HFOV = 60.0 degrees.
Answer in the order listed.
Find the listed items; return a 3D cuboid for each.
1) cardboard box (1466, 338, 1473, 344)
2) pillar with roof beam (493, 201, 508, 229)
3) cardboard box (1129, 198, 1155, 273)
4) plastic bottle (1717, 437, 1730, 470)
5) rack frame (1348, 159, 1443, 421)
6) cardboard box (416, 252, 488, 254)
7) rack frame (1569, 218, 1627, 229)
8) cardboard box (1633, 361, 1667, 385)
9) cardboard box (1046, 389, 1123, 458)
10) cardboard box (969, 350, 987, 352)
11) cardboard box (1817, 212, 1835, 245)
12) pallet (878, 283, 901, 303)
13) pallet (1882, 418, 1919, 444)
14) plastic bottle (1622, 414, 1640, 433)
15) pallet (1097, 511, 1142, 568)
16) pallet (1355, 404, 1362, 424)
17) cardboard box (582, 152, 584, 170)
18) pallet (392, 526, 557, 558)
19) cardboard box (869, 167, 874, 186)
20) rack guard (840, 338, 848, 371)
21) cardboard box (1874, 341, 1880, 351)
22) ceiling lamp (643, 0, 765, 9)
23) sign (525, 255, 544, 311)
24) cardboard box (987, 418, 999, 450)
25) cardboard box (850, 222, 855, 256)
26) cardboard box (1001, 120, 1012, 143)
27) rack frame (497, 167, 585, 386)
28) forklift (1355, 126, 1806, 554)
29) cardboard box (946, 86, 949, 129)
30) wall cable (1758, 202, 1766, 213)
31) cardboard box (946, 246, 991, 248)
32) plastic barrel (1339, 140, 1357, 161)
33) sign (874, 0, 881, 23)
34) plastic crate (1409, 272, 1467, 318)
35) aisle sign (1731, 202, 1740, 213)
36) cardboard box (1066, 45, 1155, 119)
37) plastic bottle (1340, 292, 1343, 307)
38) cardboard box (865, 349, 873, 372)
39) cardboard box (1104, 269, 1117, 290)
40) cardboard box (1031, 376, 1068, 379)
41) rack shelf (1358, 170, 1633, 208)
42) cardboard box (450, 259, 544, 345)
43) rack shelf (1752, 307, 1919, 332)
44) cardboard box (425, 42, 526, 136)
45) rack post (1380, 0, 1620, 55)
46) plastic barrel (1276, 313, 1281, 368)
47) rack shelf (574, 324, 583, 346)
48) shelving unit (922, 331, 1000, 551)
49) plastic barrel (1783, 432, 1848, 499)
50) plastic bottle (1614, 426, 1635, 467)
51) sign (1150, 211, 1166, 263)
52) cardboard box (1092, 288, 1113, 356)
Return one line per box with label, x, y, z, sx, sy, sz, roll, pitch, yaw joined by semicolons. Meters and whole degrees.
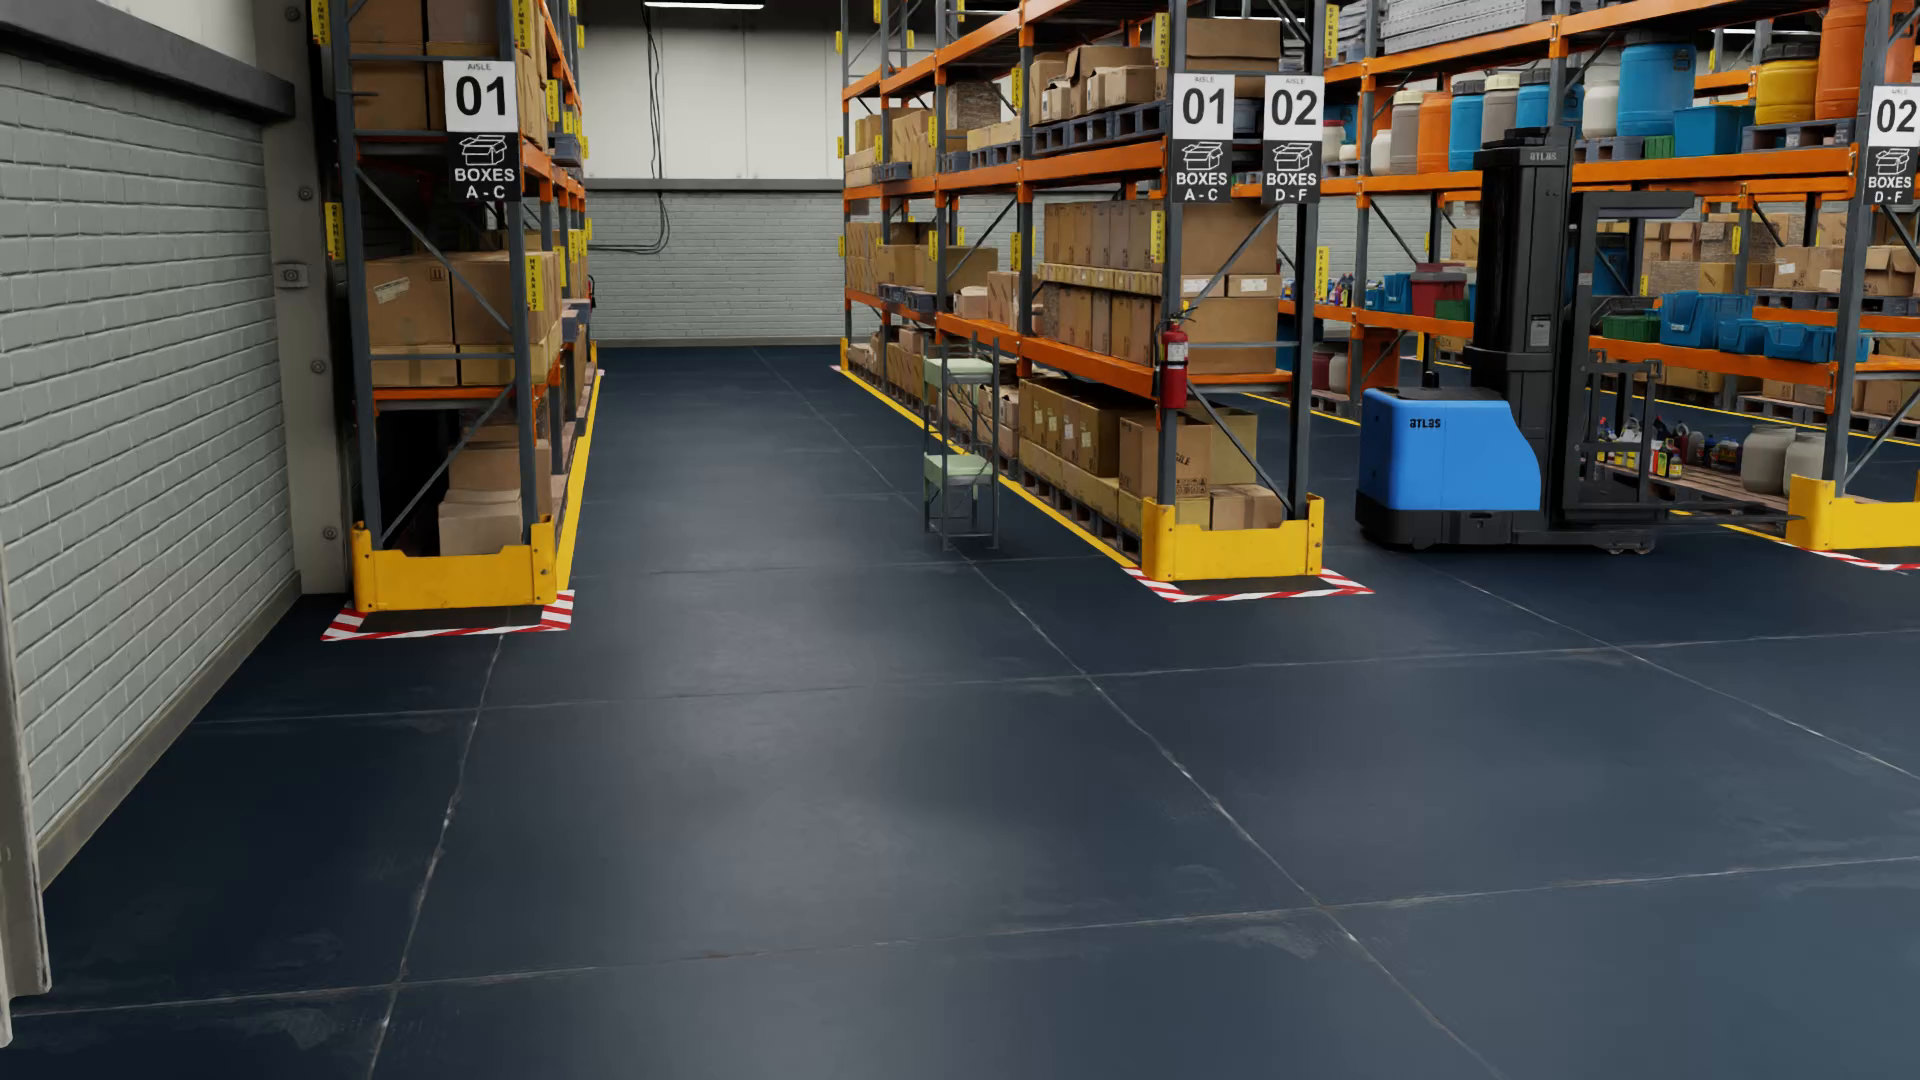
cardboard box;8.783;-3.435;26.779;0.875;0.875;0.875;-2;11;-11
pillar with roof beam;-3.324;-7.580;27.956;9.100;9.000;0.548;-2;11;-11
cardboard box;1.601;-2.138;11.669;0.700;0.500;0.500;-2;11;-12
plastic bottle;6.524;-0.740;14.181;0.097;0.271;0.097;0;11;0
rack frame;5.101;-2.906;19.442;1.000;3.000;0.127;-2;11;-11
cardboard box;-3.855;-1.928;12.645;0.500;0.500;0.500;-2;11;-11
rack frame;9.181;-3.820;24.243;1.000;3.000;0.127;-2;11;-11
cardboard box;9.680;-2.540;22.078;1.225;0.875;0.875;-2;11;-11
cardboard box;0.997;-0.937;13.323;0.500;0.500;0.500;-2;11;-11
cardboard box;0.127;-2.092;20.675;0.500;0.500;0.500;-3;11;-13
cardboard box;13.604;-4.839;25.861;0.500;0.500;0.500;-2;11;-13
pallet;-0.488;-3.215;21.581;1.003;0.211;1.213;-2;11;-11
pallet;10.585;-1.125;17.545;1.003;0.211;1.213;-2;11;-11
plastic bottle;6.146;-0.974;15.201;0.144;0.351;0.185;-2;11;-11
pallet;1.608;-0.028;11.780;1.003;0.211;1.213;-2;11;-11
pallet;5.214;-1.393;18.949;1.003;0.211;1.213;-2;11;-11
cardboard box;-5.770;-5.544;24.288;0.500;0.250;0.500;-2;11;-9
pallet;-3.199;0.127;10.964;1.003;0.211;1.213;-2;11;-11
cardboard box;-0.979;-5.032;22.989;0.500;0.250;0.500;-2;11;-11
rack guard;-1.300;-2.952;26.369;1.175;0.500;0.348;-2;11;-11
cardboard box;14.310;-3.012;25.703;0.380;0.149;0.250;-2;11;-8
ceiling lamp;-4.217;-10.412;27.221;2.000;3.185;0.800;-2;11;-11
sign;-2.529;-1.524;9.864;0.100;0.325;0.005;-2;11;-11
cardboard box;0.558;-1.007;15.695;0.500;0.250;0.500;-2;11;-12
cardboard box;-1.378;-4.548;25.125;0.500;0.500;0.500;-2;11;-10
cardboard box;0.708;-3.952;16.194;0.500;0.250;0.500;-3;11;-16
rack frame;-5.395;-3.279;21.404;1.000;3.000;0.127;-2;11;-11
forklift;4.510;-1.441;11.929;3.031;2.935;1.130;0;11;0
cardboard box;0.064;-4.914;19.029;0.500;0.500;0.500;-2;11;-11
wall cable;17.005;-6.462;35.322;0.585;1.953;0.123;-2;11;-11
cardboard box;0.018;-3.268;19.954;0.700;0.500;0.500;0;11;0
plastic barrel;4.749;-4.709;20.141;0.301;0.262;0.301;0;11;0
sign;-1.072;-6.889;21.612;0.100;0.325;0.005;-2;11;-11
plastic crate;5.115;-2.630;17.821;0.402;0.464;0.583;-2;11;-11
aisle sign;13.569;-6.017;28.833;0.394;0.787;0.004;-2;11;-11
cardboard box;1.216;-3.486;12.692;0.797;0.503;0.637;-1;11;-5
plastic bottle;4.599;-2.889;19.884;0.097;0.201;0.097;0;11;0
cardboard box;-1.071;-2.587;23.782;0.500;0.311;0.500;-2;11;-11
cardboard box;1.283;-1.928;12.300;0.380;0.149;0.250;-2;11;-9
cardboard box;0.883;-1.491;16.738;0.500;0.311;0.500;-2;11;-9
rack shelf;5.490;-3.659;17.302;1.077;0.370;4.000;-2;11;-11
cardboard box;-2.859;-1.482;10.300;0.500;0.500;0.500;-2;11;-11
rack shelf;10.348;-2.366;18.529;1.077;0.370;4.000;-2;11;-11
cardboard box;-2.881;-2.681;9.919;0.500;0.500;0.500;-2;11;-10
rack post;5.412;-5.576;16.889;1.013;1.000;3.121;-2;11;-11
plastic barrel;4.412;-2.715;22.926;0.600;0.901;0.708;-2;11;-11
rack shelf;-5.006;-2.559;19.544;1.077;0.370;4.000;-2;11;-11
shelving unit;0.001;-0.736;12.050;0.431;1.500;0.755;-2;11;-11
plastic barrel;6.454;-0.541;12.547;0.421;0.512;0.421;0;11;0
plastic bottle;5.748;-0.812;14.346;0.144;0.351;0.185;-2;11;-11
sign;1.263;-1.927;10.570;0.100;0.325;0.005;-2;11;-11
cardboard box;1.416;-1.678;12.725;0.700;0.500;0.500;-2;11;-9
